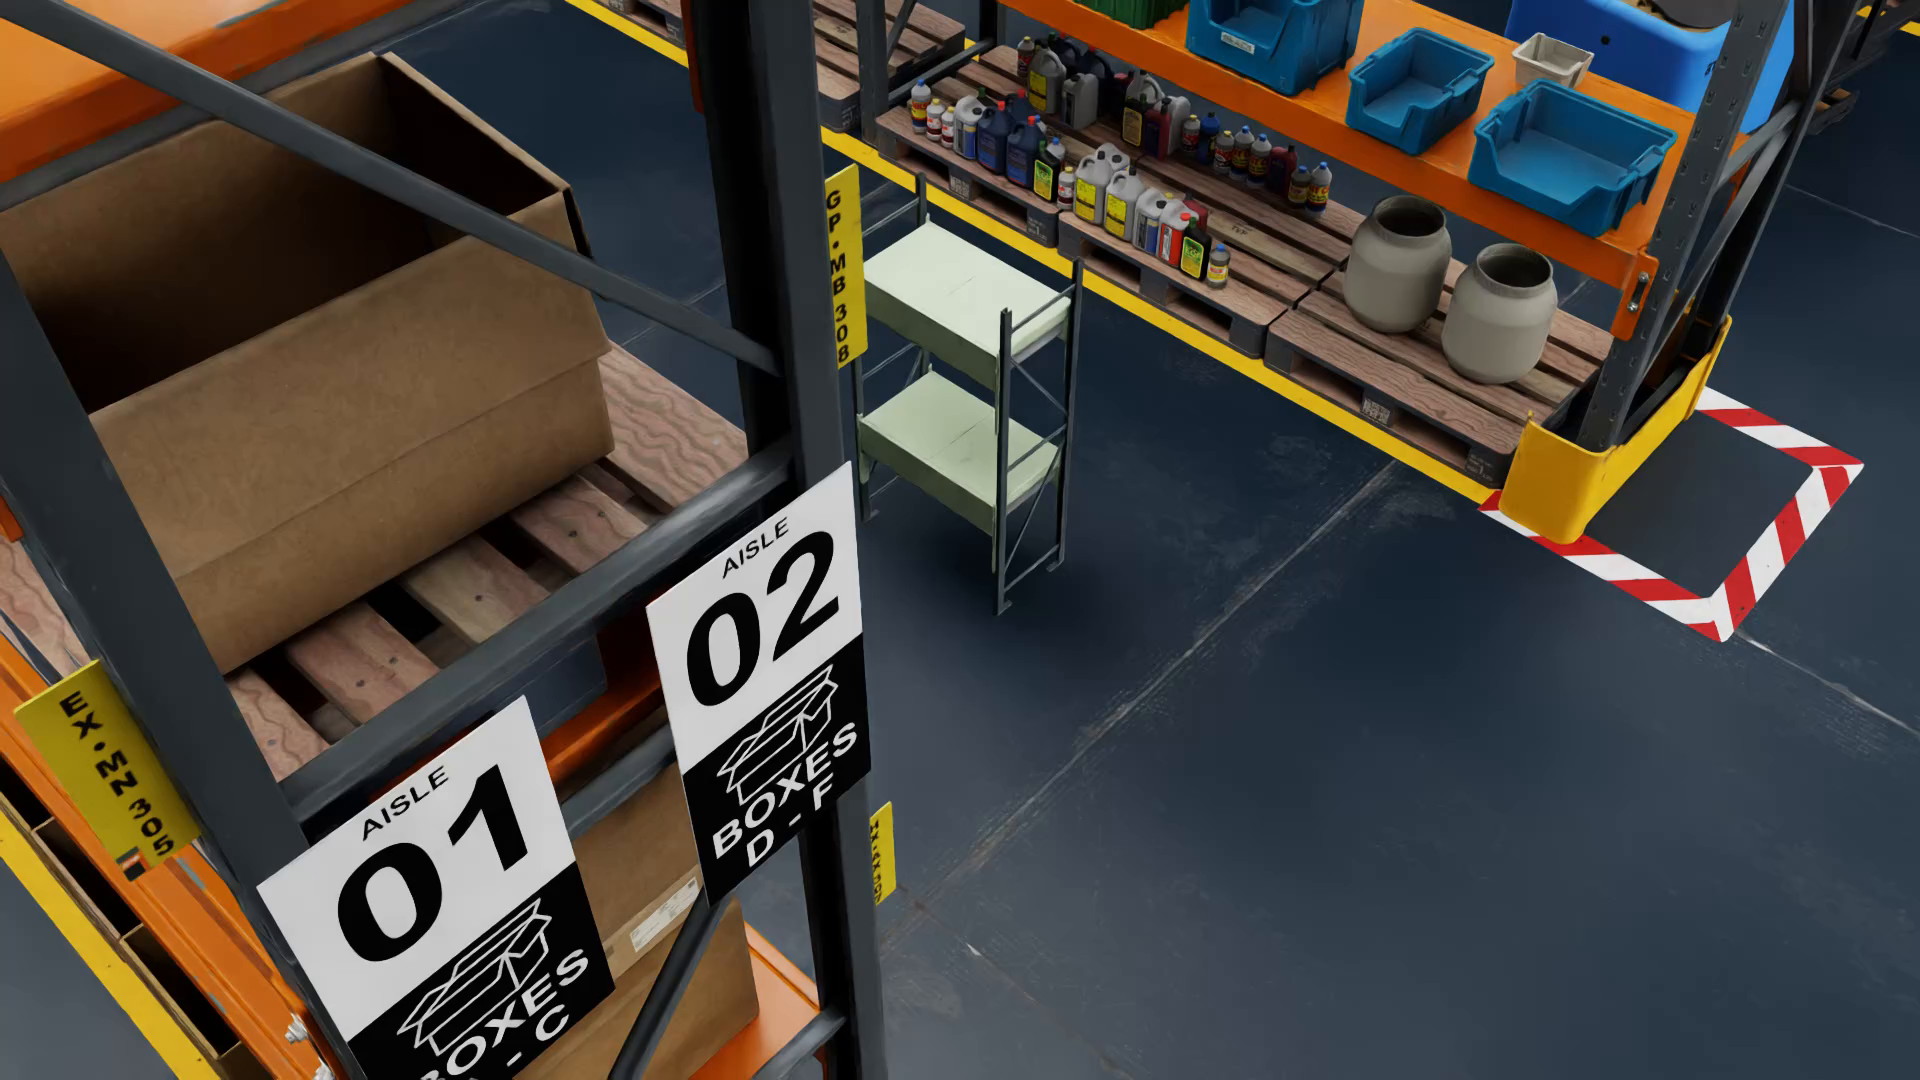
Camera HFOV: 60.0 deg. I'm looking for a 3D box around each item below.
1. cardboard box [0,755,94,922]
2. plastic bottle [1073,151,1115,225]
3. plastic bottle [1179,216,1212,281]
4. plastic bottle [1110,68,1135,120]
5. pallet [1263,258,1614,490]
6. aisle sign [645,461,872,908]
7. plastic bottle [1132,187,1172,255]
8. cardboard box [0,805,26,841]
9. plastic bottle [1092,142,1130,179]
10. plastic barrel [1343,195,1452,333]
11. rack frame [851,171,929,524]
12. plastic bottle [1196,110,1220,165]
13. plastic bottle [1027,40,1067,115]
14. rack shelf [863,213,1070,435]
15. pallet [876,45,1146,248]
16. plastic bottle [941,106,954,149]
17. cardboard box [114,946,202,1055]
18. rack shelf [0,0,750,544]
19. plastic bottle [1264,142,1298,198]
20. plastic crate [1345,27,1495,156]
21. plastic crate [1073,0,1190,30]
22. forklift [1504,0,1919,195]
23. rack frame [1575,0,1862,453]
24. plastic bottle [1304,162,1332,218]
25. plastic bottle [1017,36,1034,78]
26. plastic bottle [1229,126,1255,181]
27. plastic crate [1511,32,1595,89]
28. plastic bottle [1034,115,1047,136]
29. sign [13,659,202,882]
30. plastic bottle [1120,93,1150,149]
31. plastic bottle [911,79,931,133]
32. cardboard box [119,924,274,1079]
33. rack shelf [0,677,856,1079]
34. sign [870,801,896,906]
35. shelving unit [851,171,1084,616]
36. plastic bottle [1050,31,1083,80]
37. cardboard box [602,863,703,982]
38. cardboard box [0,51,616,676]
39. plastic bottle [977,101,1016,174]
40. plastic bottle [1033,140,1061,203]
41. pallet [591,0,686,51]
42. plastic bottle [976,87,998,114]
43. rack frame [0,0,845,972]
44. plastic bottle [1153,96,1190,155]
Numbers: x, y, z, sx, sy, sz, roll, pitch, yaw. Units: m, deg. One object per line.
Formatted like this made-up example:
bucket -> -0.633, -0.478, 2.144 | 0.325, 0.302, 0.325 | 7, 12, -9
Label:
cardboard box -> -2.629, 0.733, 5.088 | 0.500, 0.500, 0.500 | 34, 55, 28
plastic bottle -> 0.632, -1.670, 7.776 | 0.185, 0.351, 0.144 | 34, 55, 27
plastic bottle -> 1.064, -1.315, 7.489 | 0.133, 0.283, 0.061 | 35, 56, 28
plastic bottle -> 0.827, -2.255, 8.371 | 0.061, 0.283, 0.133 | -35, 56, -28
pallet -> 2.128, -0.836, 7.390 | 1.213, 0.211, 1.003 | 34, 55, 28
aisle sign -> -0.297, 0.257, 2.668 | 0.004, 0.787, 0.394 | 34, 55, 28
plastic bottle -> 0.893, -1.473, 7.642 | 0.135, 0.276, 0.152 | 32, 55, 27
cardboard box -> -2.994, 0.740, 5.596 | 0.500, 0.250, 0.500 | 34, 55, 28
plastic bottle -> 0.714, -1.736, 7.889 | 0.135, 0.276, 0.152 | 34, 55, 28
plastic barrel -> 1.905, -1.198, 7.235 | 0.421, 0.512, 0.421 | 0, 47, 0
rack frame -> -0.264, -0.691, 6.370 | 0.023, 1.500, 0.400 | 34, 55, 28
plastic bottle -> 1.214, -1.972, 8.114 | 0.097, 0.271, 0.097 | 0, 47, 0
plastic bottle -> 0.441, -2.354, 8.417 | 0.185, 0.351, 0.144 | 34, 55, 28
rack shelf -> 0.005, -0.777, 5.916 | 0.720, 0.370, 0.431 | 34, 55, 28
pallet -> 0.335, -2.042, 8.522 | 1.213, 0.211, 1.003 | 34, 55, 28
plastic bottle -> -0.044, -2.051, 8.236 | 0.097, 0.201, 0.097 | 0, 47, 0
cardboard box -> -2.258, 1.234, 5.132 | 0.500, 0.250, 0.500 | 34, 55, 28
rack shelf -> -2.023, -1.381, 2.641 | 4.000, 0.370, 1.077 | 34, 55, 28
plastic bottle -> 1.534, -1.779, 7.924 | 0.133, 0.283, 0.061 | 35, 56, 28
plastic crate -> 1.765, -1.734, 6.422 | 0.408, 0.251, 0.499 | 34, 55, 28
plastic crate -> 0.676, -2.456, 7.144 | 0.662, 0.188, 0.450 | 34, 55, 28
forklift -> 4.118, -3.410, 7.941 | 3.031, 2.935, 1.130 | -30, 54, -25
rack frame -> 2.809, -1.373, 5.982 | 0.127, 3.000, 1.000 | 34, 55, 28
plastic bottle -> 1.688, -1.653, 7.814 | 0.097, 0.271, 0.097 | 0, 47, 0
plastic bottle -> 0.348, -2.531, 8.687 | 0.097, 0.201, 0.097 | 0, 47, 0
plastic bottle -> 1.363, -1.872, 8.020 | 0.097, 0.271, 0.097 | 0, 47, 0
plastic crate -> 2.370, -1.898, 6.655 | 0.250, 0.136, 0.298 | 34, 55, 28
plastic bottle -> 0.370, -1.939, 8.083 | 0.097, 0.271, 0.097 | 0, 47, 0
sign -> -0.932, 0.260, 1.838 | 0.005, 0.325, 0.100 | 34, 55, 28
plastic bottle -> 0.866, -2.085, 8.212 | 0.133, 0.283, 0.061 | 34, 55, 28
plastic bottle -> -0.194, -2.175, 8.304 | 0.097, 0.271, 0.097 | 0, 47, 0
cardboard box -> -1.894, 1.227, 4.624 | 0.500, 0.500, 0.500 | 34, 55, 28
rack shelf -> -2.023, 0.536, 4.683 | 4.000, 0.370, 1.077 | 34, 55, 28
sign -> -0.172, 0.661, 3.424 | 0.005, 0.325, 0.100 | 34, 55, 28
shelving unit -> 0.005, -0.510, 6.200 | 0.755, 1.500, 0.431 | 34, 55, 28
plastic bottle -> 0.538, -2.431, 8.490 | 0.185, 0.351, 0.144 | 33, 55, 27
cardboard box -> -0.696, 0.713, 3.509 | 0.250, 0.149, 0.380 | 34, 55, 27
cardboard box -> -0.973, -0.262, 2.426 | 0.797, 0.503, 0.637 | -34, 56, -28
plastic bottle -> 0.181, -1.973, 8.061 | 0.185, 0.351, 0.144 | 35, 56, 29
plastic bottle -> 0.413, -1.753, 7.900 | 0.061, 0.283, 0.133 | -36, 56, -29
pallet -> -1.635, -3.367, 9.767 | 1.213, 0.211, 1.003 | 34, 55, 28
plastic bottle -> 0.134, -2.091, 8.218 | 0.133, 0.283, 0.061 | 34, 55, 28
rack frame -> -0.553, -0.775, 1.305 | 0.127, 3.000, 1.000 | 34, 55, 28
plastic bottle -> 1.033, -2.068, 8.201 | 0.135, 0.276, 0.152 | 35, 56, 28
